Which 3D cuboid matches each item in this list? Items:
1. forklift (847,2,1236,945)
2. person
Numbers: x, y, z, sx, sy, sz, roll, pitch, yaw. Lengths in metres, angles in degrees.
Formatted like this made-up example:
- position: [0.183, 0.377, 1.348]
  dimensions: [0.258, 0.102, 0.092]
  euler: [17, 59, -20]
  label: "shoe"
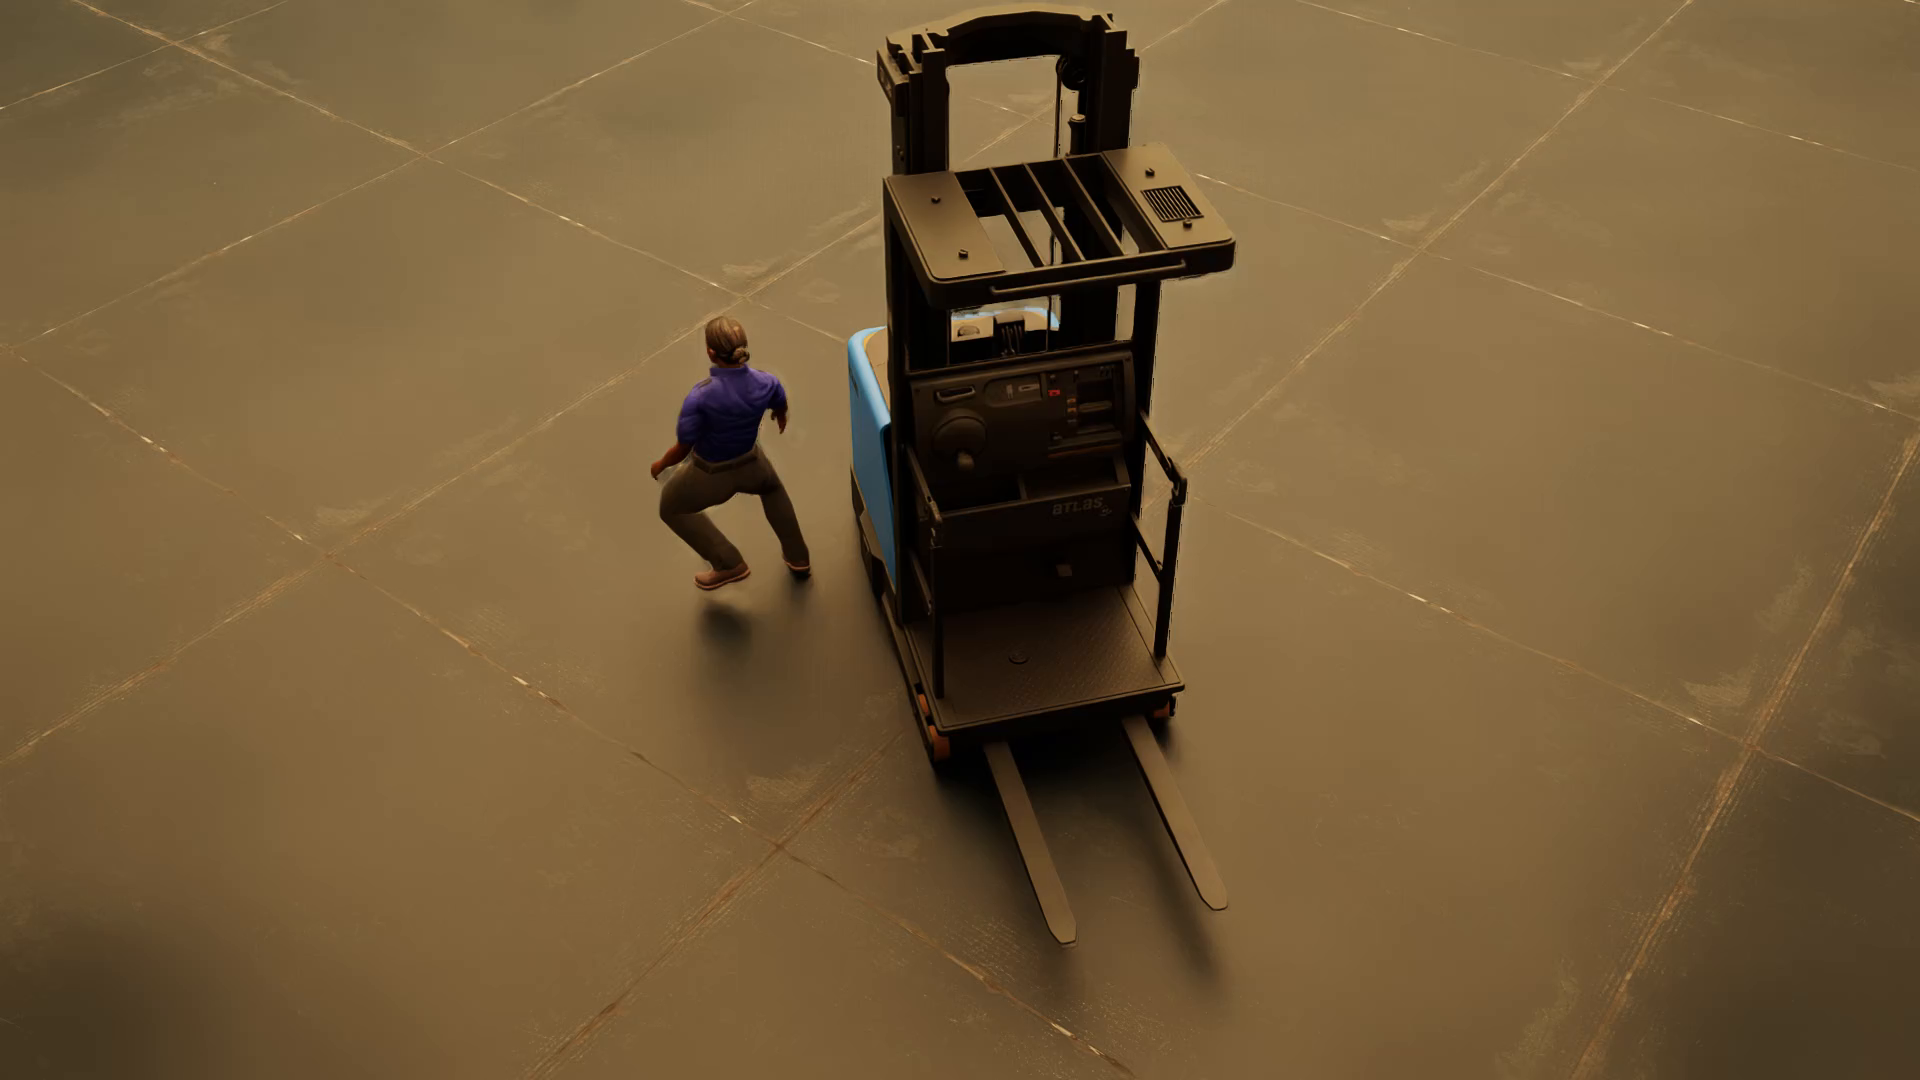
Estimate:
- position: [0.319, -0.439, 6.589]
  dimensions: [1.130, 2.935, 3.031]
  euler: [-10, 41, -11]
  label: "forklift"
- position: [-1.043, -0.379, 7.630]
  dimensions: [0.736, 1.589, 0.481]
  euler: [-21, 45, -23]
  label: "person"
